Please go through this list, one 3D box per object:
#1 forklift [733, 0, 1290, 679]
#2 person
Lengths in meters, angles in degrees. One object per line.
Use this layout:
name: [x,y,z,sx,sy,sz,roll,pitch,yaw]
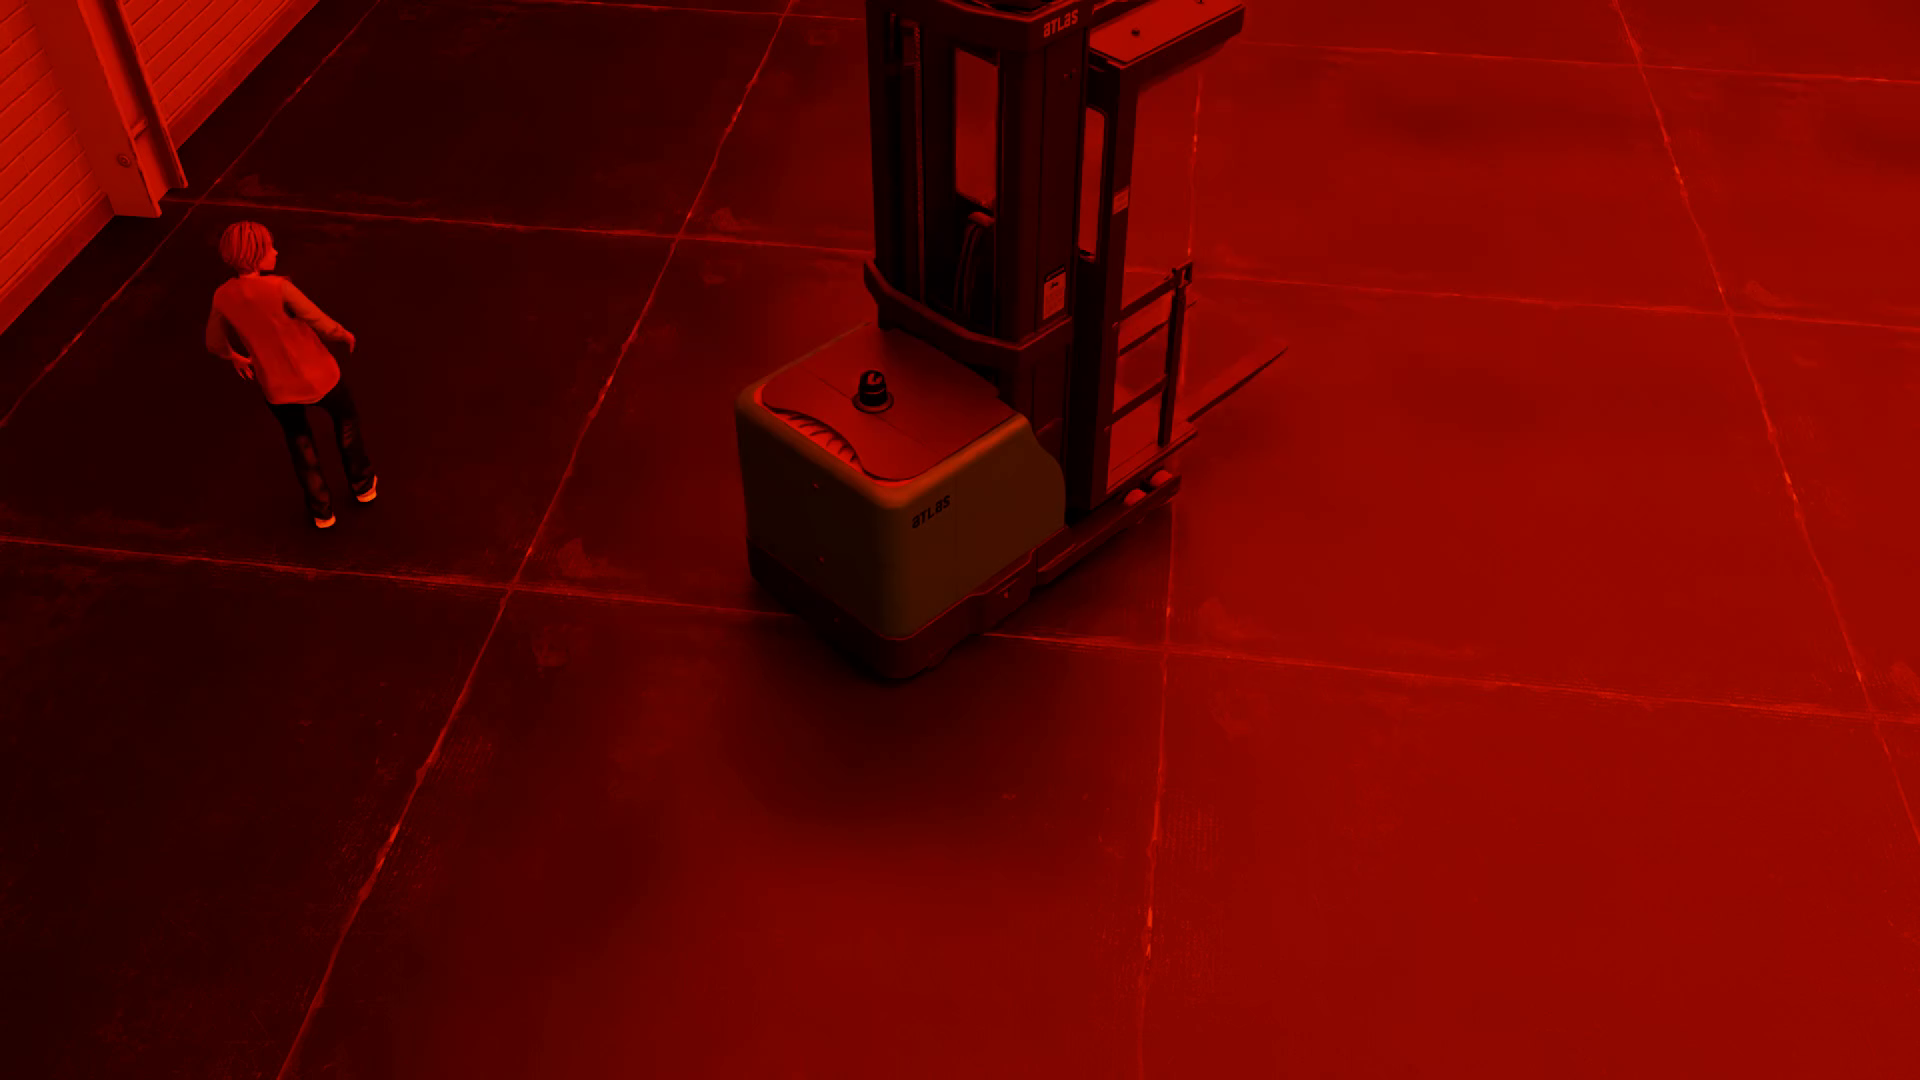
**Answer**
forklift: [0.425,-1.378,7.224,1.130,2.935,3.031,34,52,31]
person: [-3.034,-0.749,7.566,0.625,1.562,0.447,-5,43,-6]
